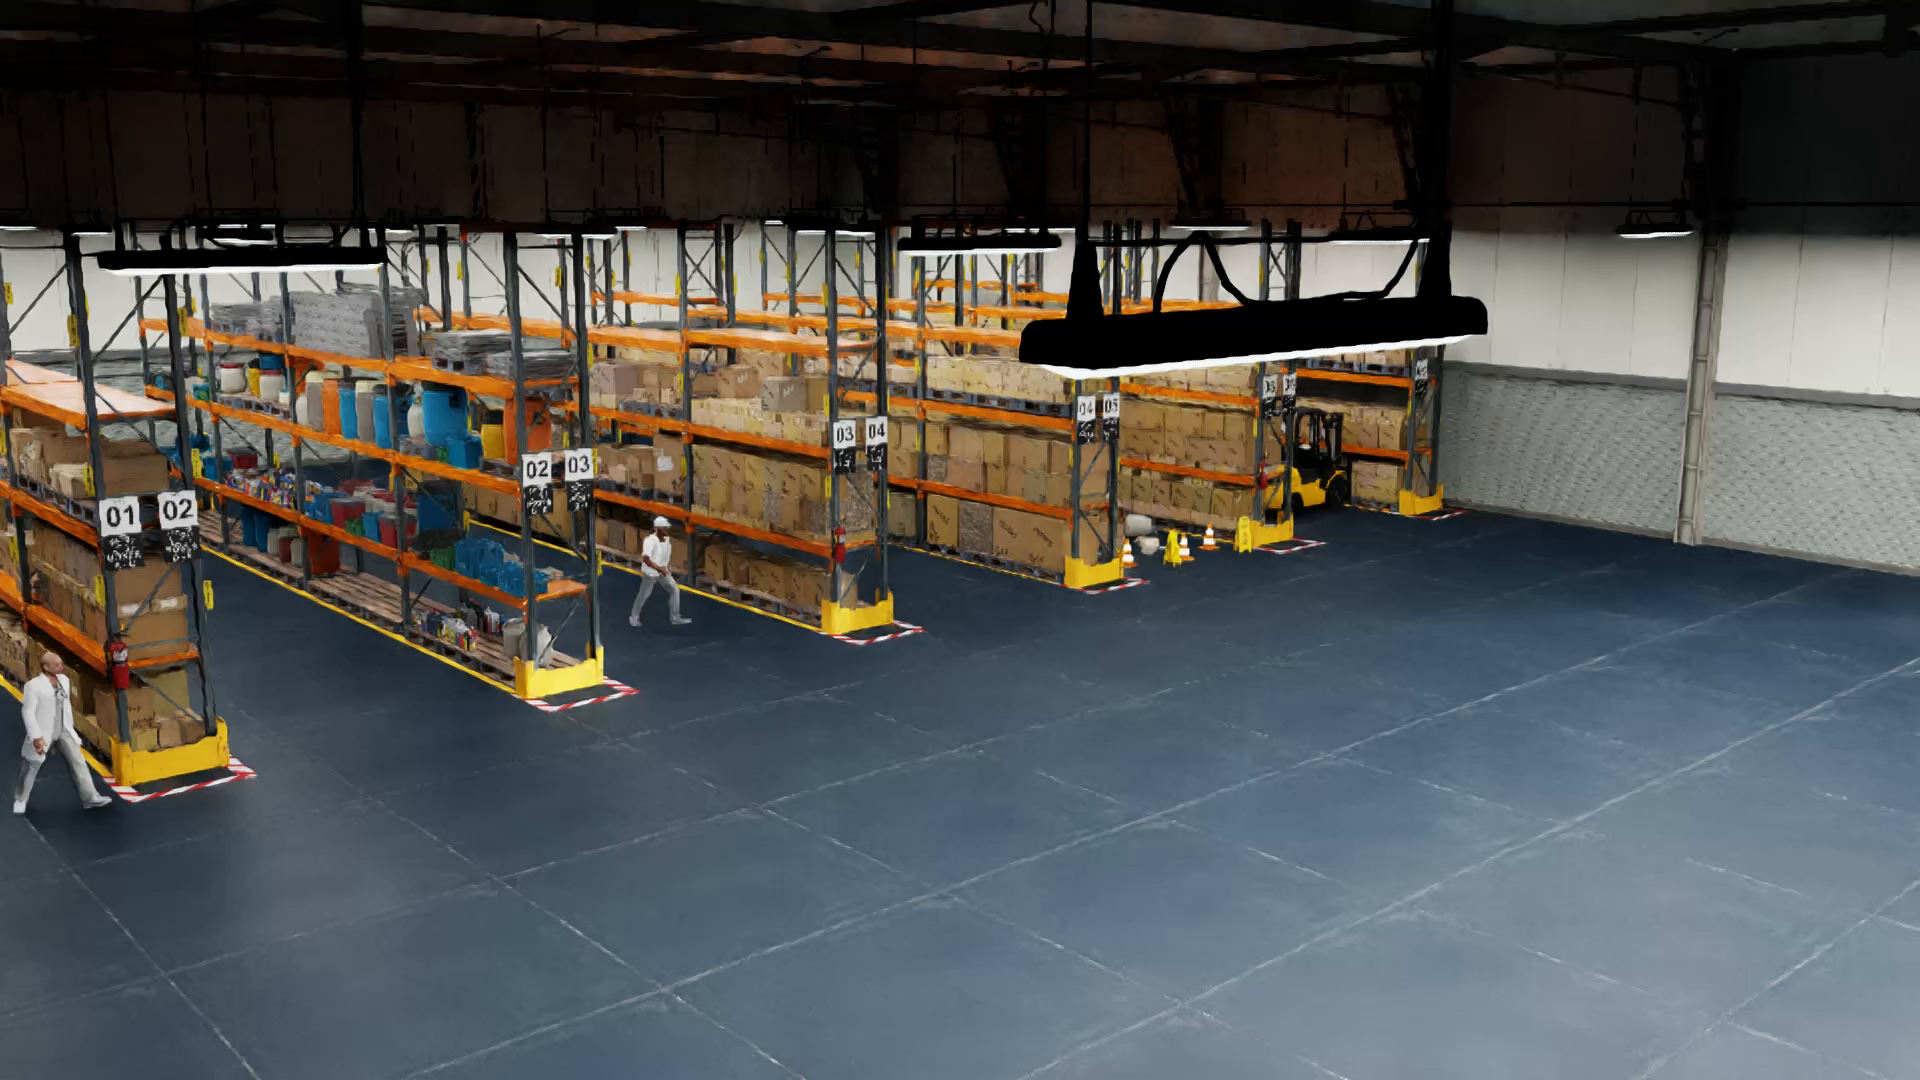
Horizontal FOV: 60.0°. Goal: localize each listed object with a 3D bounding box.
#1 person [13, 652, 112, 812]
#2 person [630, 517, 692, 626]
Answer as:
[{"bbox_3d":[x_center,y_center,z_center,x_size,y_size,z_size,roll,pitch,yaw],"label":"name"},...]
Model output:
[{"bbox_3d":[-9.549,2.021,17.473,1.024,1.736,0.656,5,12,22],"label":"person"},{"bbox_3d":[-4.611,0.474,25.200,0.843,1.702,0.708,7,13,31],"label":"person"}]
